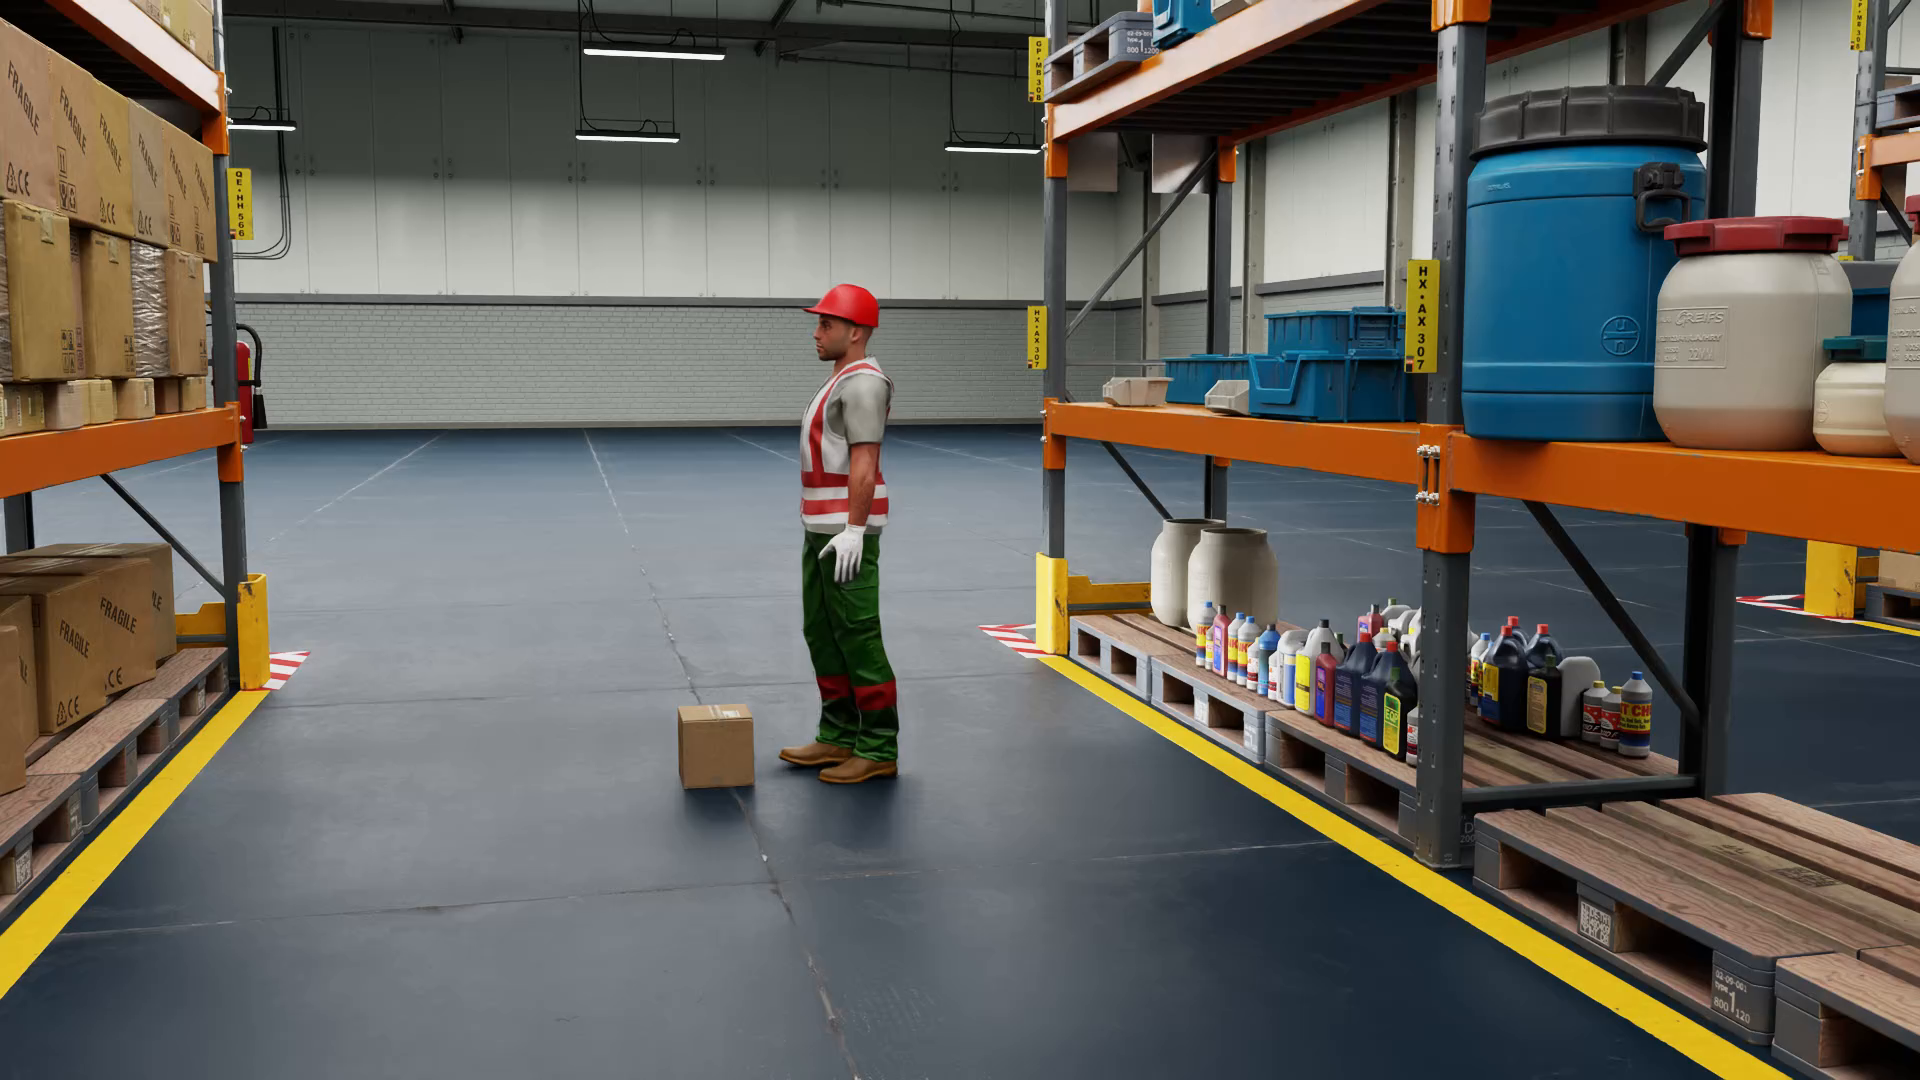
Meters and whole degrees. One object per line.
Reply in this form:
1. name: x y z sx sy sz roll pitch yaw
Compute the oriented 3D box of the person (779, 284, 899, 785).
1. person: -0.448 -0.026 6.053 0.416 1.796 0.523 -1 6 -12
